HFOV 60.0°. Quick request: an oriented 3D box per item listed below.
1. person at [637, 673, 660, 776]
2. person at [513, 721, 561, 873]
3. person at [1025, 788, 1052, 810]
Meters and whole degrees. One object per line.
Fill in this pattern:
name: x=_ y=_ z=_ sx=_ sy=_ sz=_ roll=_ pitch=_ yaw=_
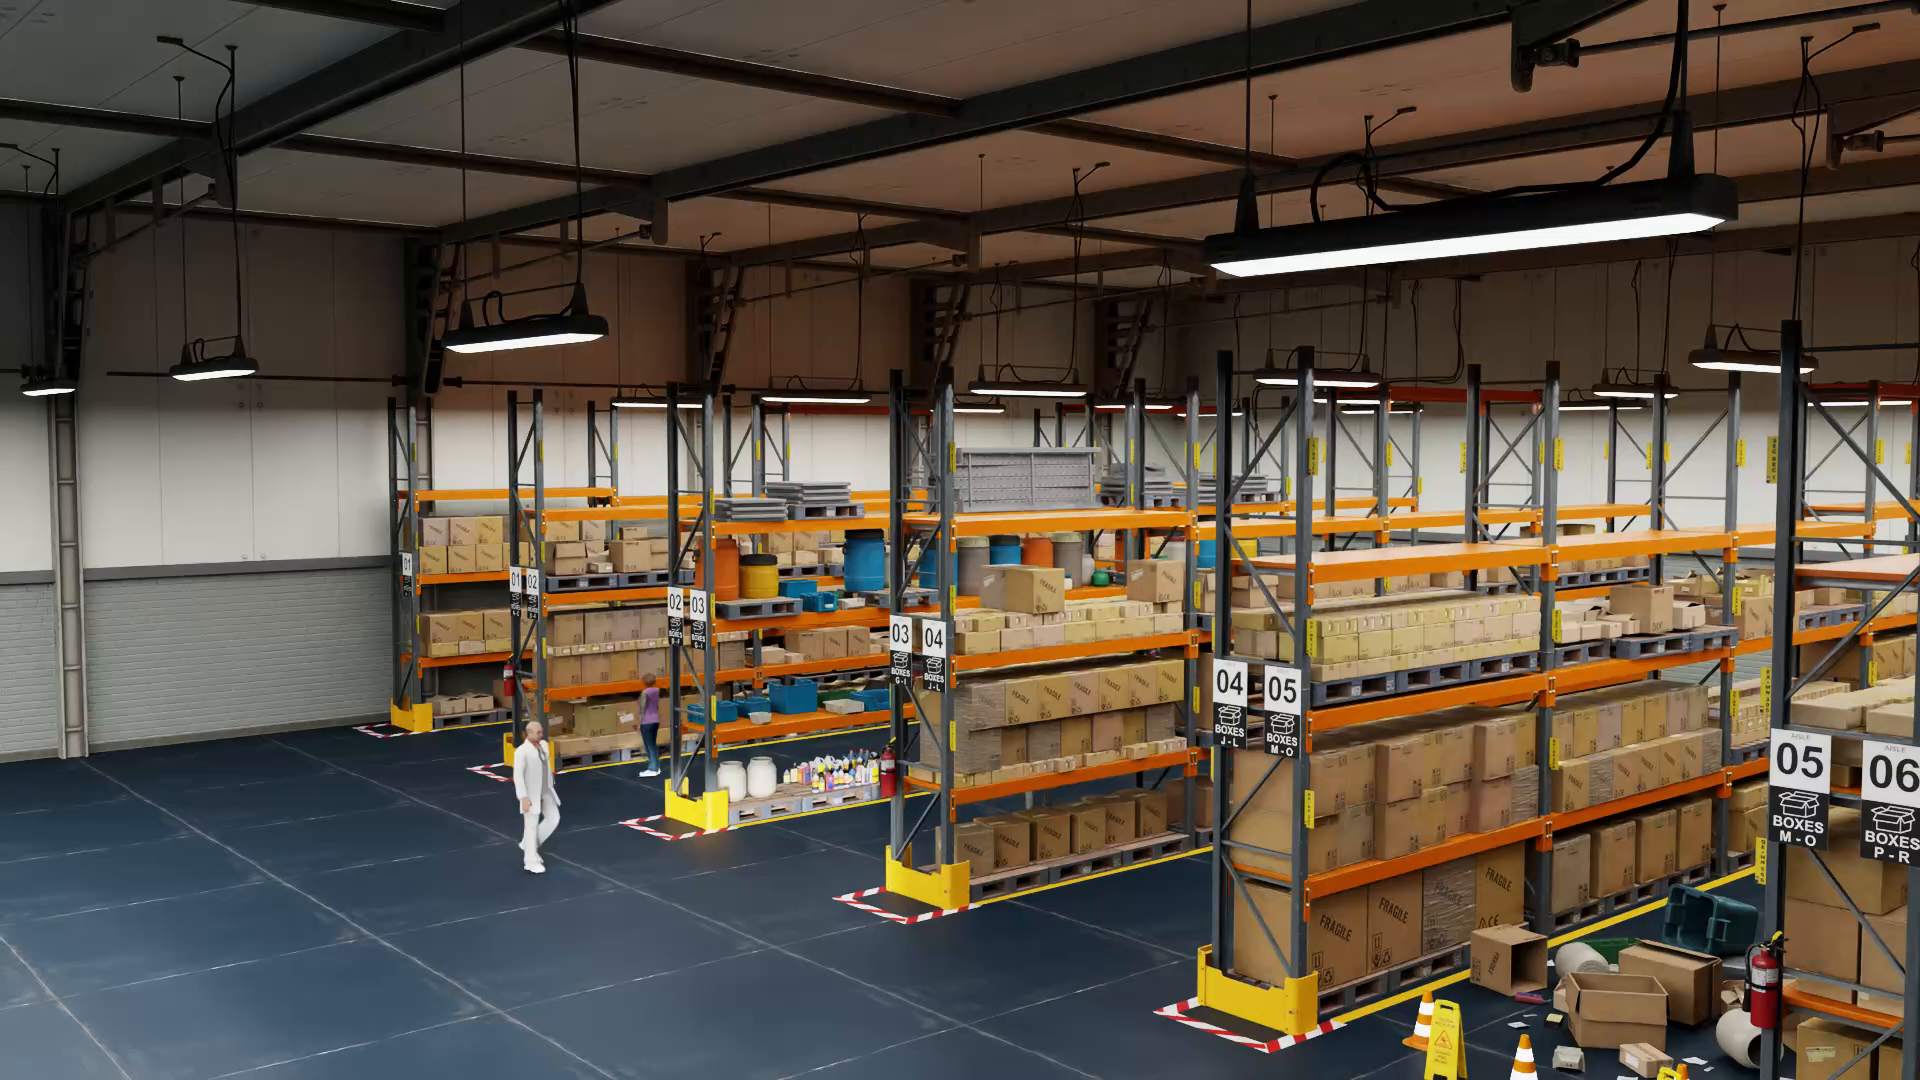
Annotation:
person: x=-4.817 y=2.867 z=25.740 sx=0.349 sy=1.629 sz=0.513 roll=1 pitch=4 yaw=24
person: x=-5.150 y=3.091 z=20.210 sx=0.619 sy=1.785 sz=0.714 roll=2 pitch=4 yaw=28
person: x=1.103 y=2.967 z=23.401 sx=0.469 sy=1.693 sz=0.592 roll=0 pitch=3 yaw=-7
